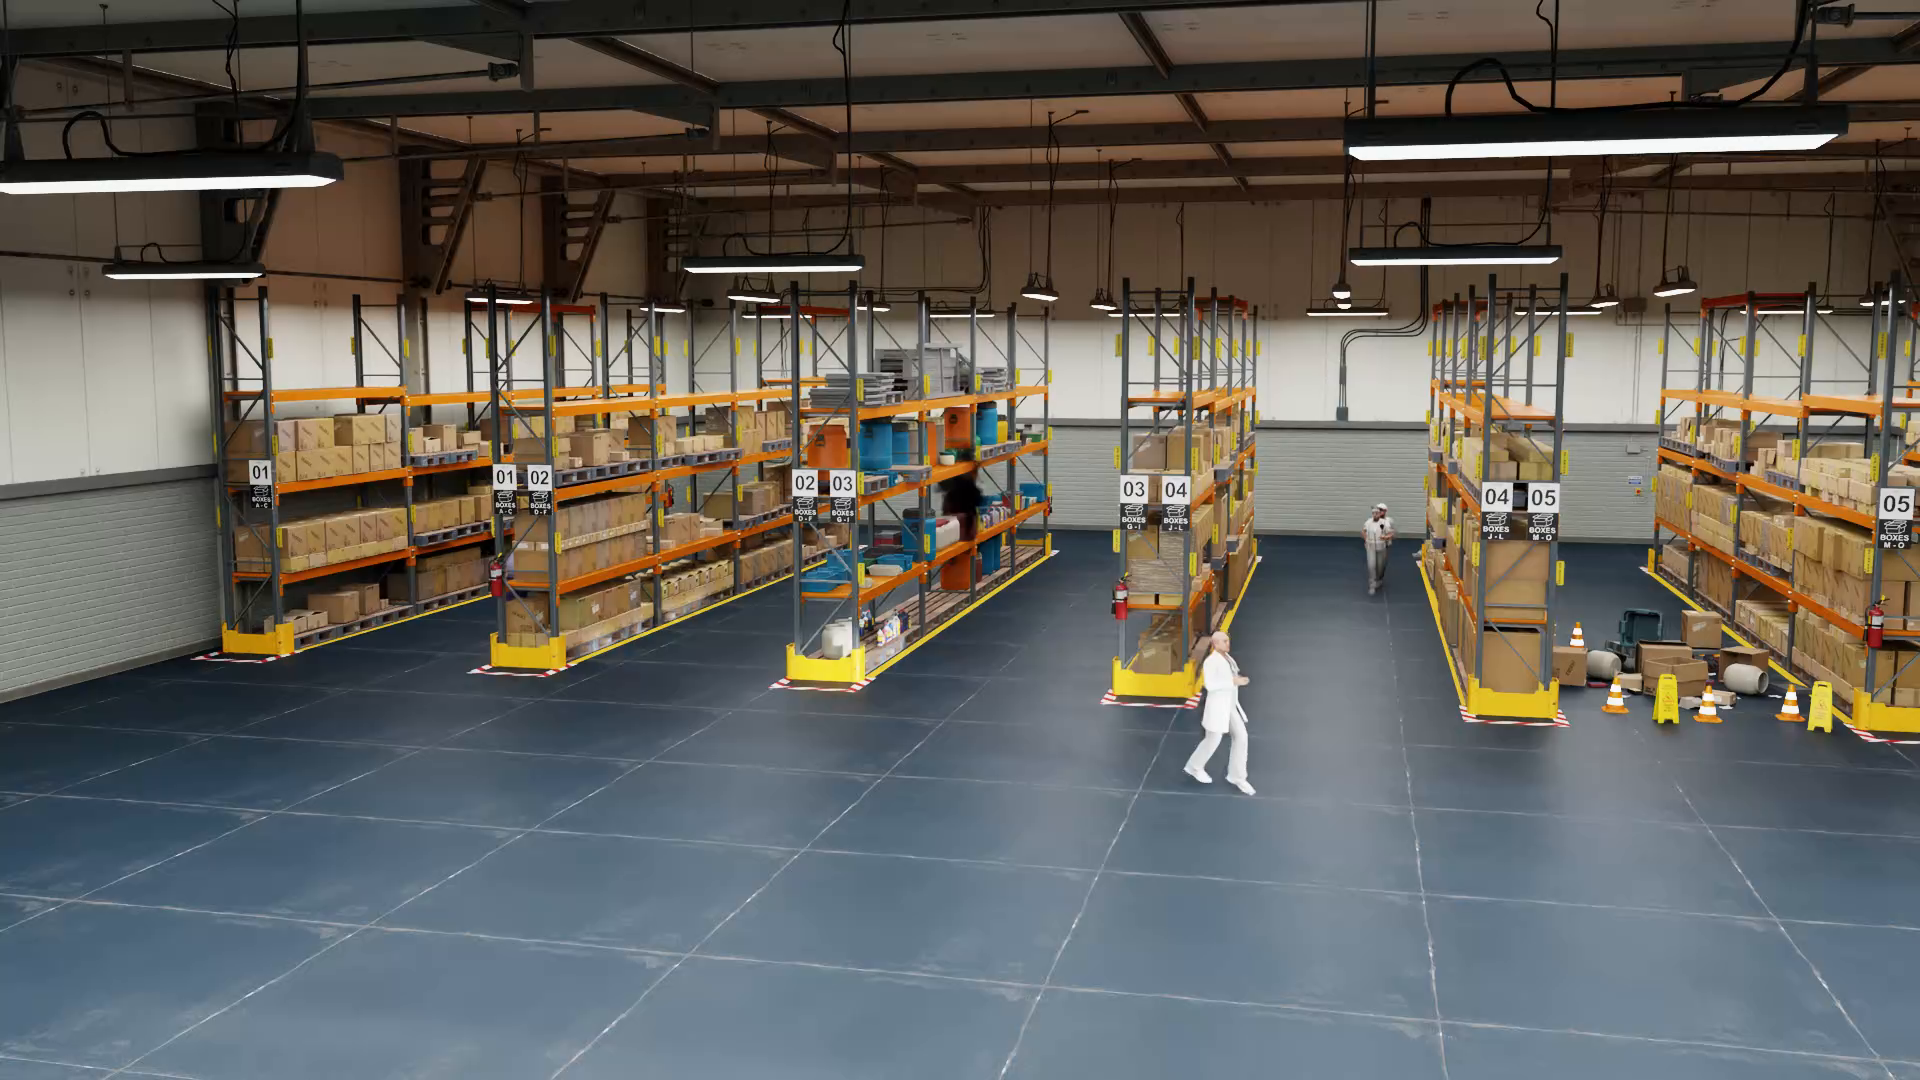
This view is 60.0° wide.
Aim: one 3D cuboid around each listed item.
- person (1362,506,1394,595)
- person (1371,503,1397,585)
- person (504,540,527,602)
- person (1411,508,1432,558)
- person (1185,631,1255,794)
[{"bbox_3d":[8.607,0.189,34.286,0.645,1.805,0.913,2,7,17],"label":"person"},{"bbox_3d":[8.926,0.093,35.226,0.645,1.740,0.584,2,7,13],"label":"person"},{"bbox_3d":[-7.954,0.793,29.726,0.606,1.600,0.556,0,7,3],"label":"person"},{"bbox_3d":[11.240,-0.415,39.402,1.018,1.745,0.716,1,7,8],"label":"person"},{"bbox_3d":[2.954,1.944,18.897,0.851,1.833,0.692,6,9,41],"label":"person"}]
